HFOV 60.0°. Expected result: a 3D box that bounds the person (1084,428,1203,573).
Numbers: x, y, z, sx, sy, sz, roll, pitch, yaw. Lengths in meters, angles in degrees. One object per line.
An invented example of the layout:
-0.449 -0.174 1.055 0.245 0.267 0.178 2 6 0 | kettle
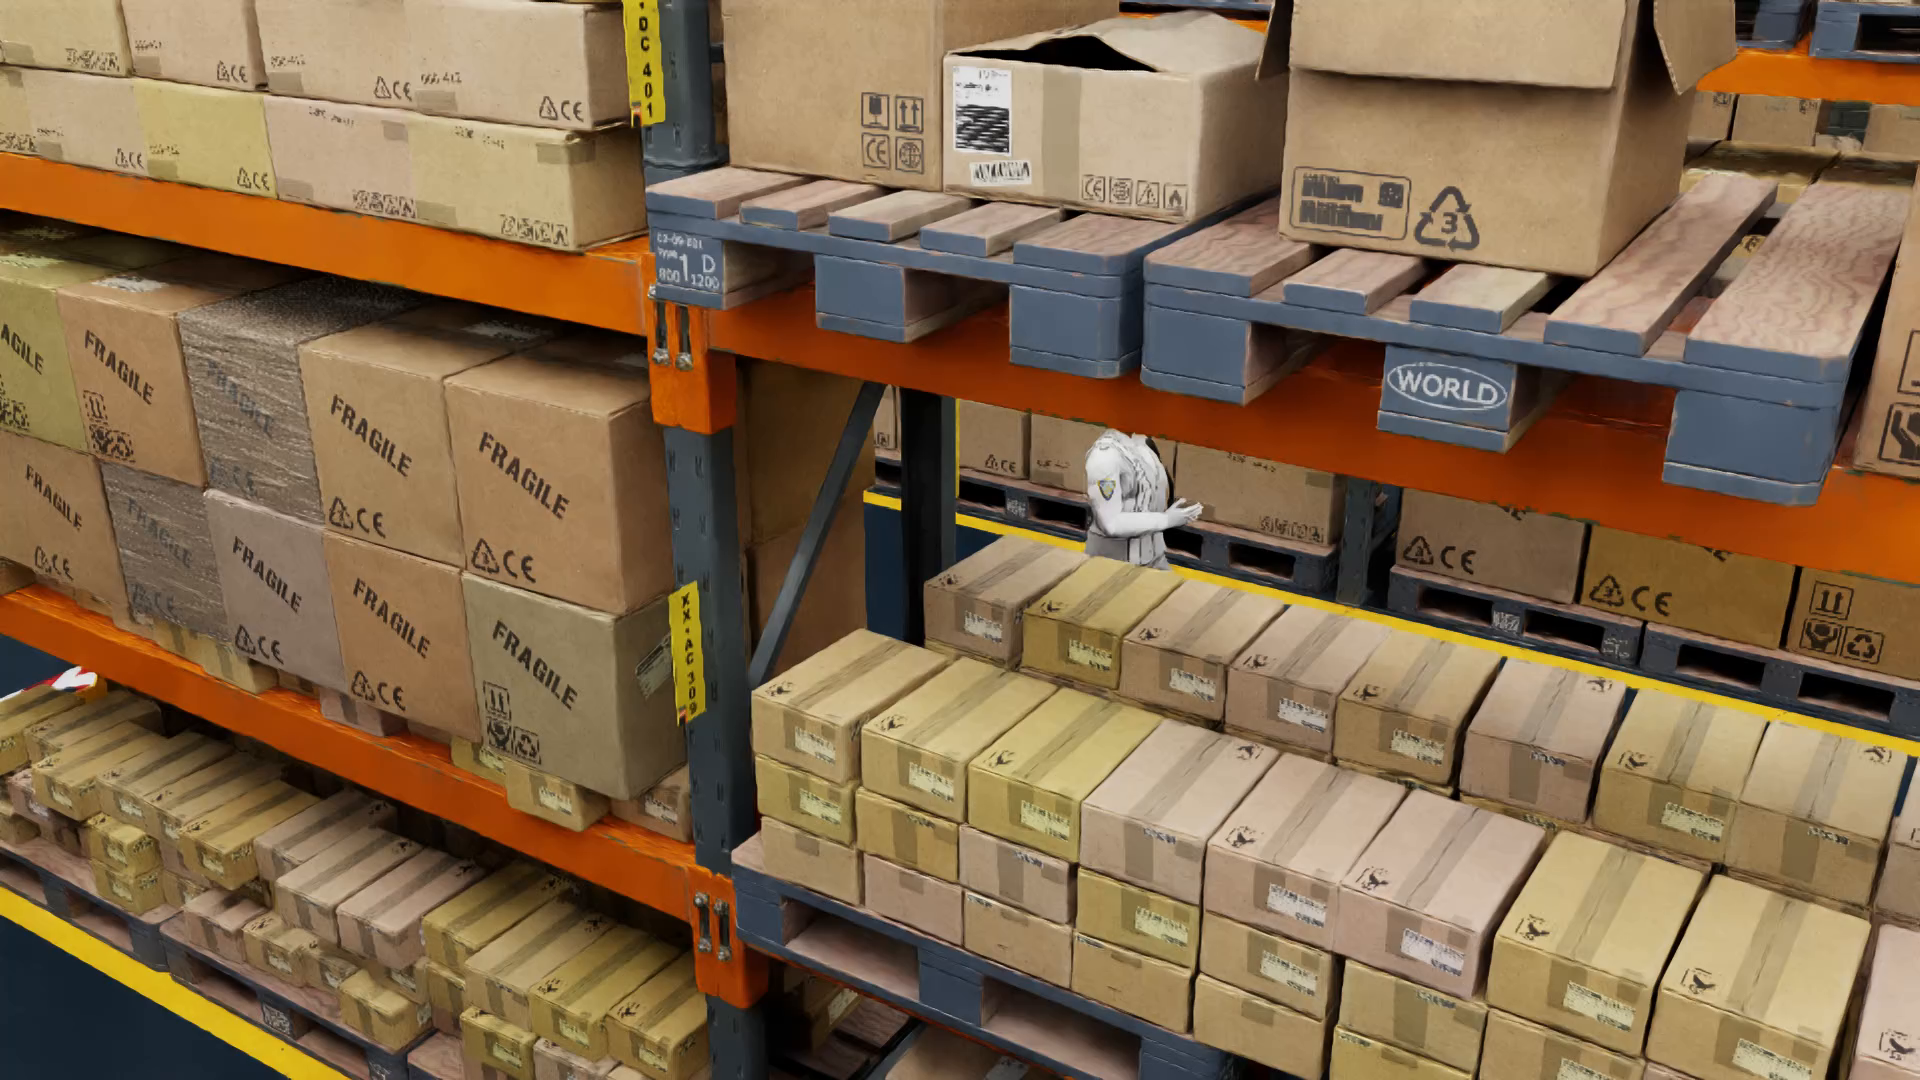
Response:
0.778 0.104 6.818 0.807 1.679 0.573 15 27 30 | person
